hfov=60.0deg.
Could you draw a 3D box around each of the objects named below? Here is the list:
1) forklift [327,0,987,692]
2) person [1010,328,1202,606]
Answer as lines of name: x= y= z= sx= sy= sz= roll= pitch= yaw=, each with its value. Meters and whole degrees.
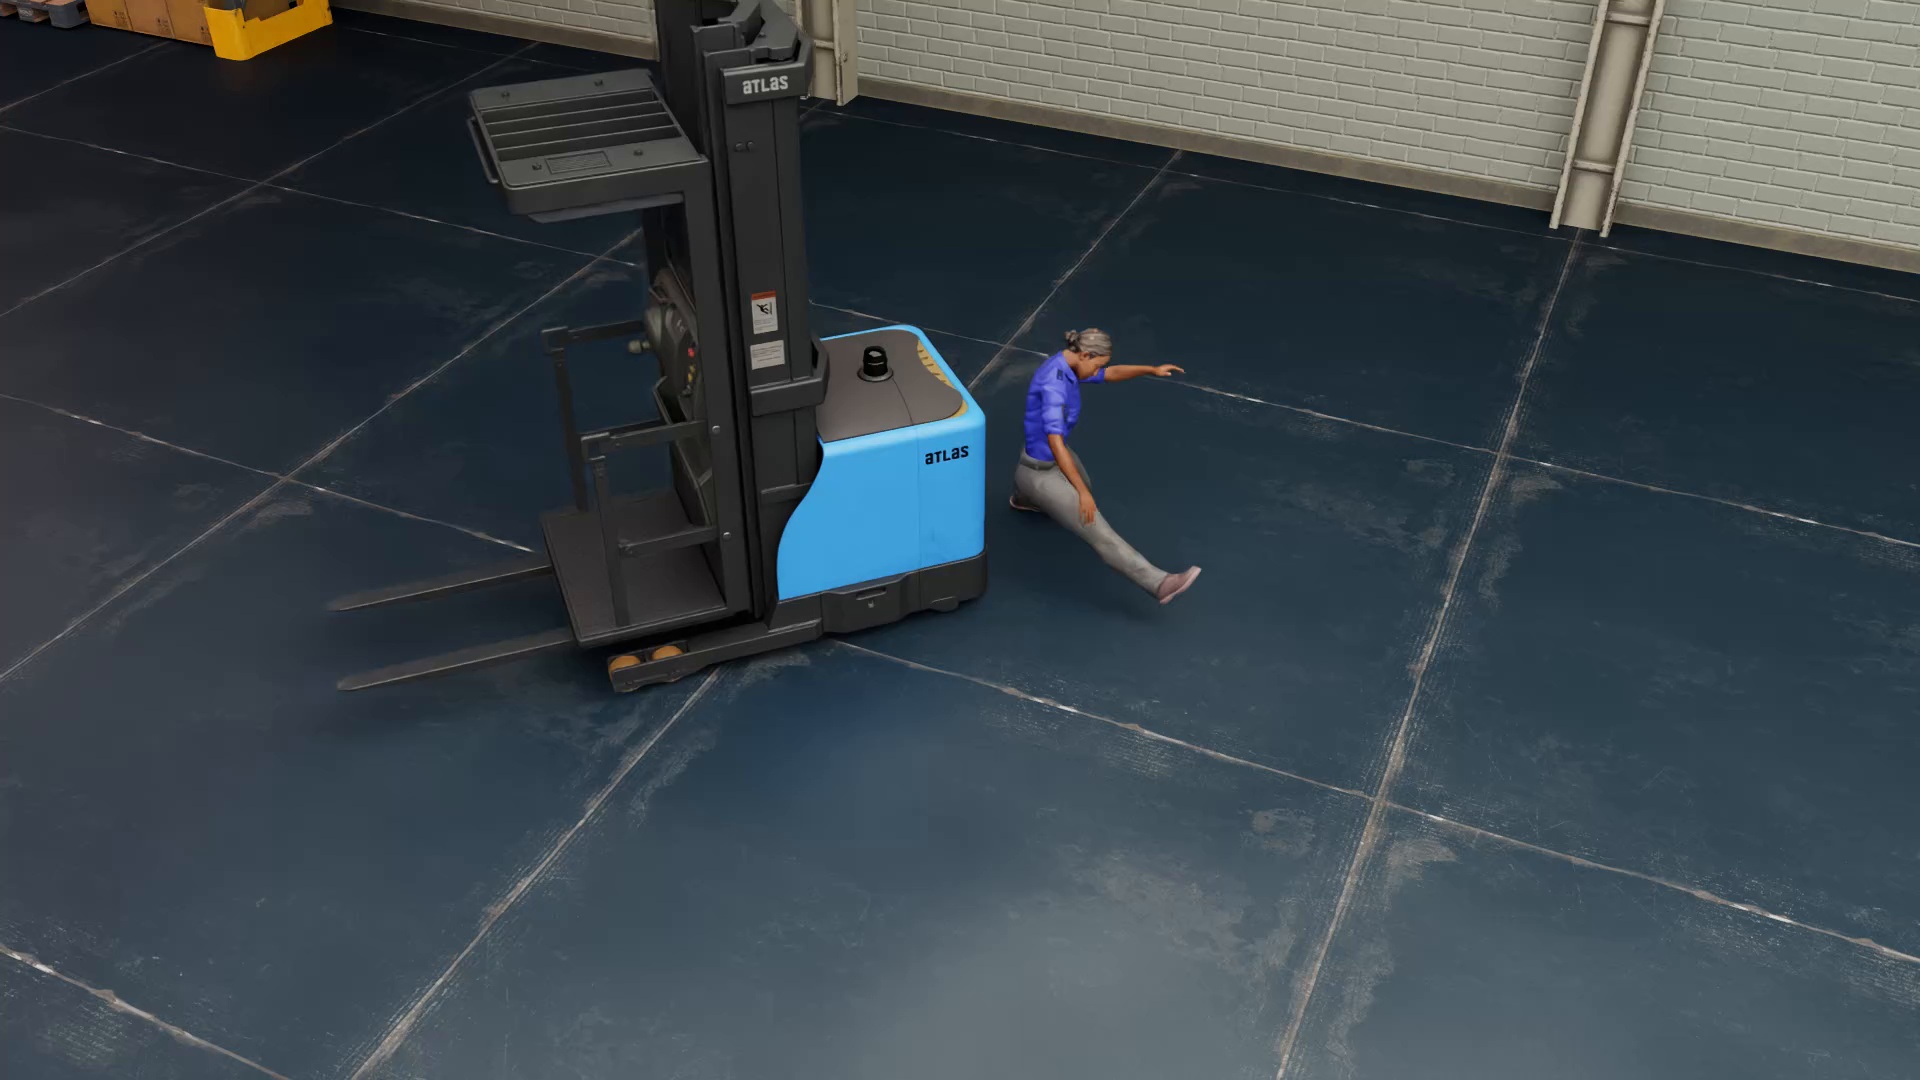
forklift: x=-1.440 y=-0.845 z=7.271 sx=3.031 sy=2.935 sz=1.130 roll=-12 pitch=37 yaw=-17
person: x=0.702 y=-0.397 z=8.070 sx=1.126 sy=1.316 sz=0.972 roll=9 pitch=37 yaw=13
